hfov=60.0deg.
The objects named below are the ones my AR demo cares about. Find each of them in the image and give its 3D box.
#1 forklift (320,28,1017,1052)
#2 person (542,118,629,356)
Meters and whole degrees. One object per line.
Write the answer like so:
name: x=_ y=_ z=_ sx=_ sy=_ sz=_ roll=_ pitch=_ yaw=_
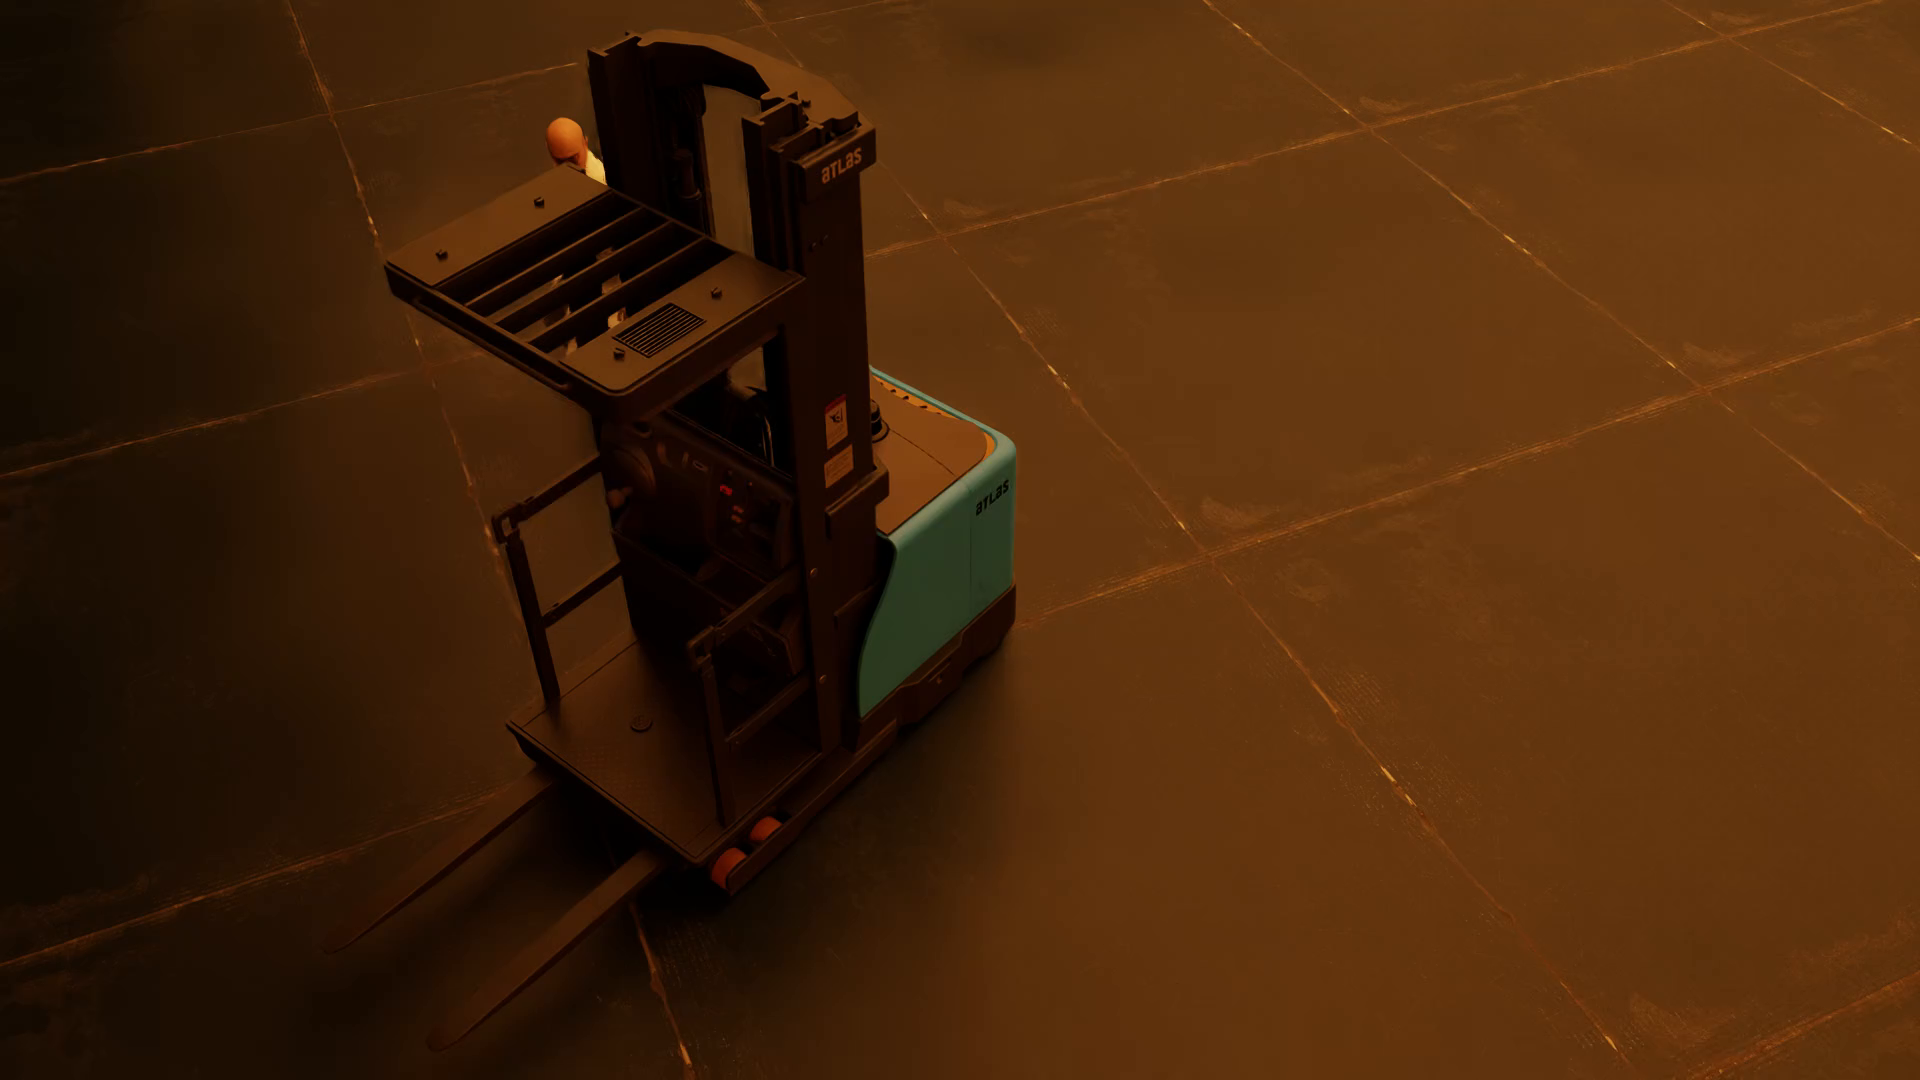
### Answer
forklift: x=-1.078 y=-0.115 z=5.803 sx=1.130 sy=2.935 sz=3.031 roll=29 pitch=50 yaw=28
person: x=-1.766 y=-1.292 z=8.054 sx=0.542 sy=1.658 sz=1.120 roll=-19 pitch=46 yaw=-19
